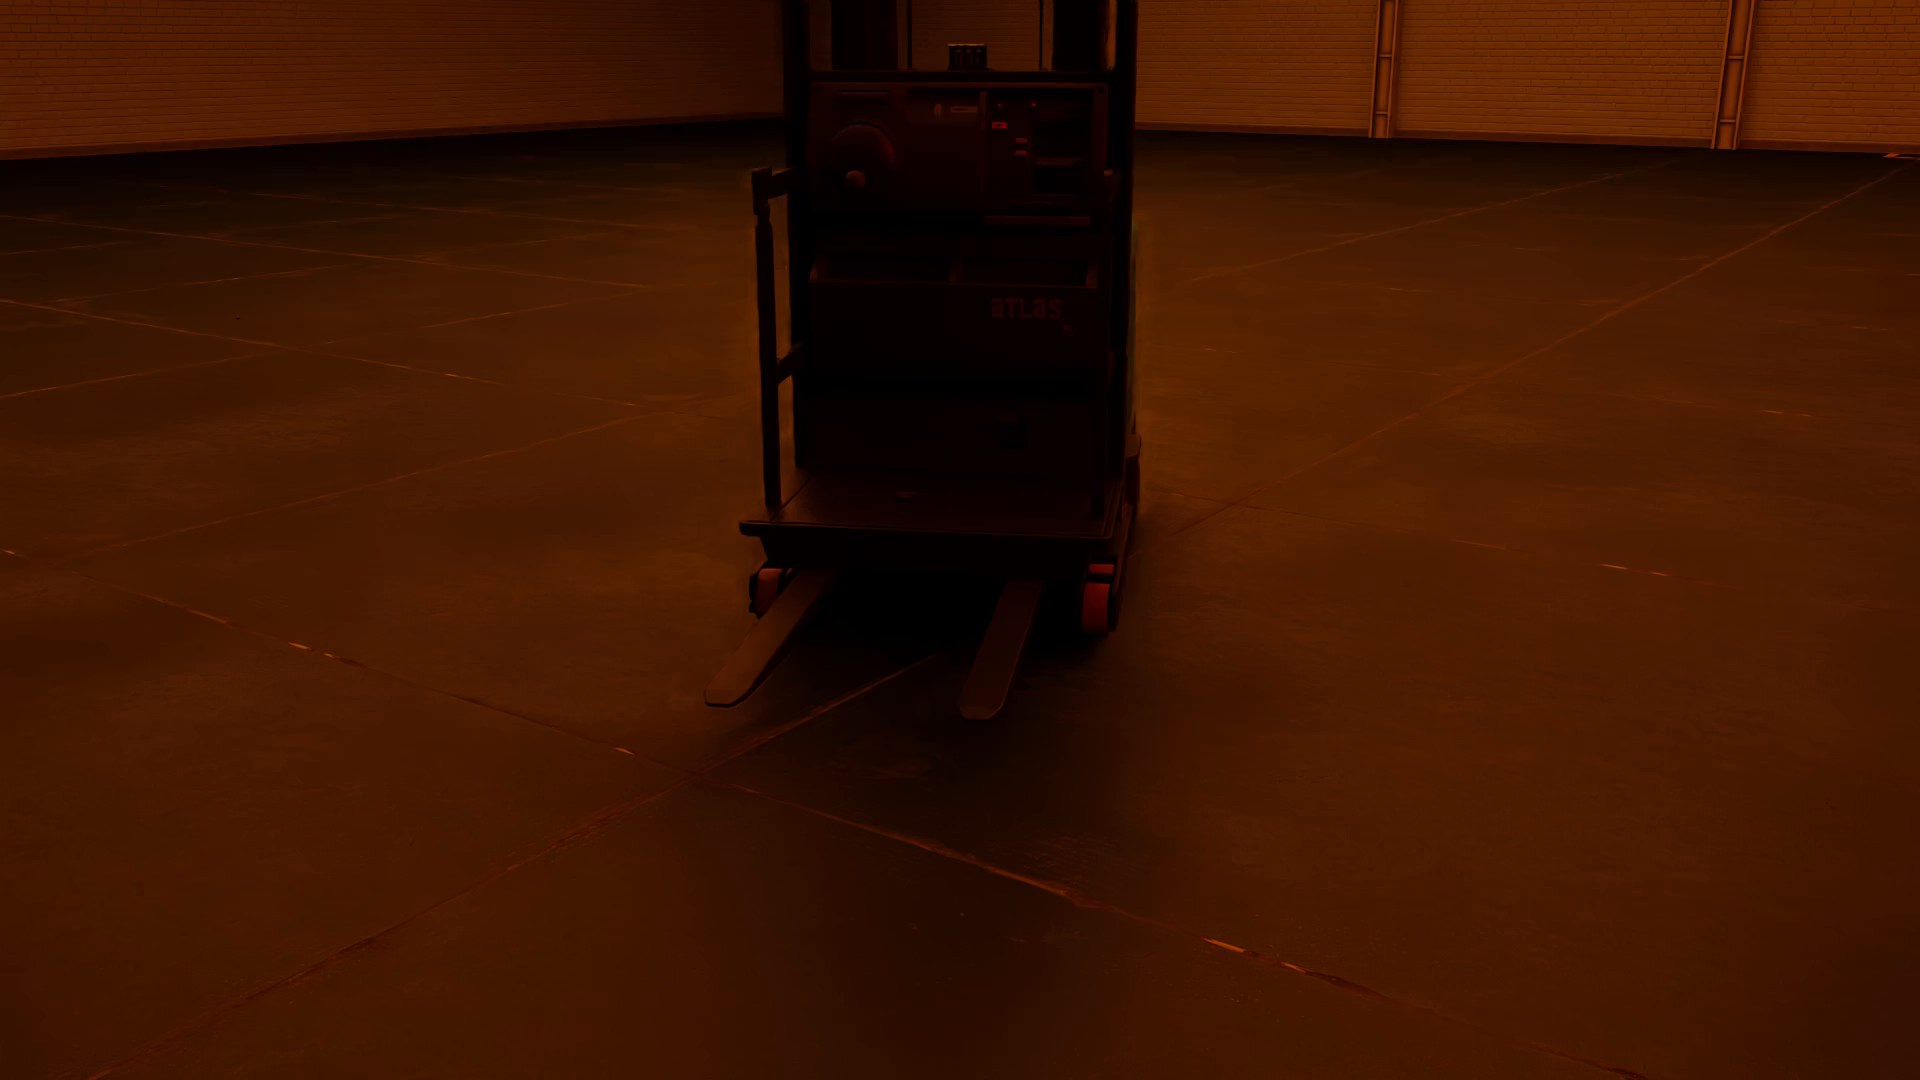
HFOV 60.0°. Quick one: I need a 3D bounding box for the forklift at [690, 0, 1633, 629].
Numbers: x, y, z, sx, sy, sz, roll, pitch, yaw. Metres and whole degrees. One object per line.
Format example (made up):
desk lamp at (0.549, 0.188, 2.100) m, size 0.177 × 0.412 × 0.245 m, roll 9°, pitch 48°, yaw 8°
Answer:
forklift at (0.592, -1.308, 5.207) m, size 3.031 × 2.935 × 1.130 m, roll 10°, pitch 19°, yaw 30°
